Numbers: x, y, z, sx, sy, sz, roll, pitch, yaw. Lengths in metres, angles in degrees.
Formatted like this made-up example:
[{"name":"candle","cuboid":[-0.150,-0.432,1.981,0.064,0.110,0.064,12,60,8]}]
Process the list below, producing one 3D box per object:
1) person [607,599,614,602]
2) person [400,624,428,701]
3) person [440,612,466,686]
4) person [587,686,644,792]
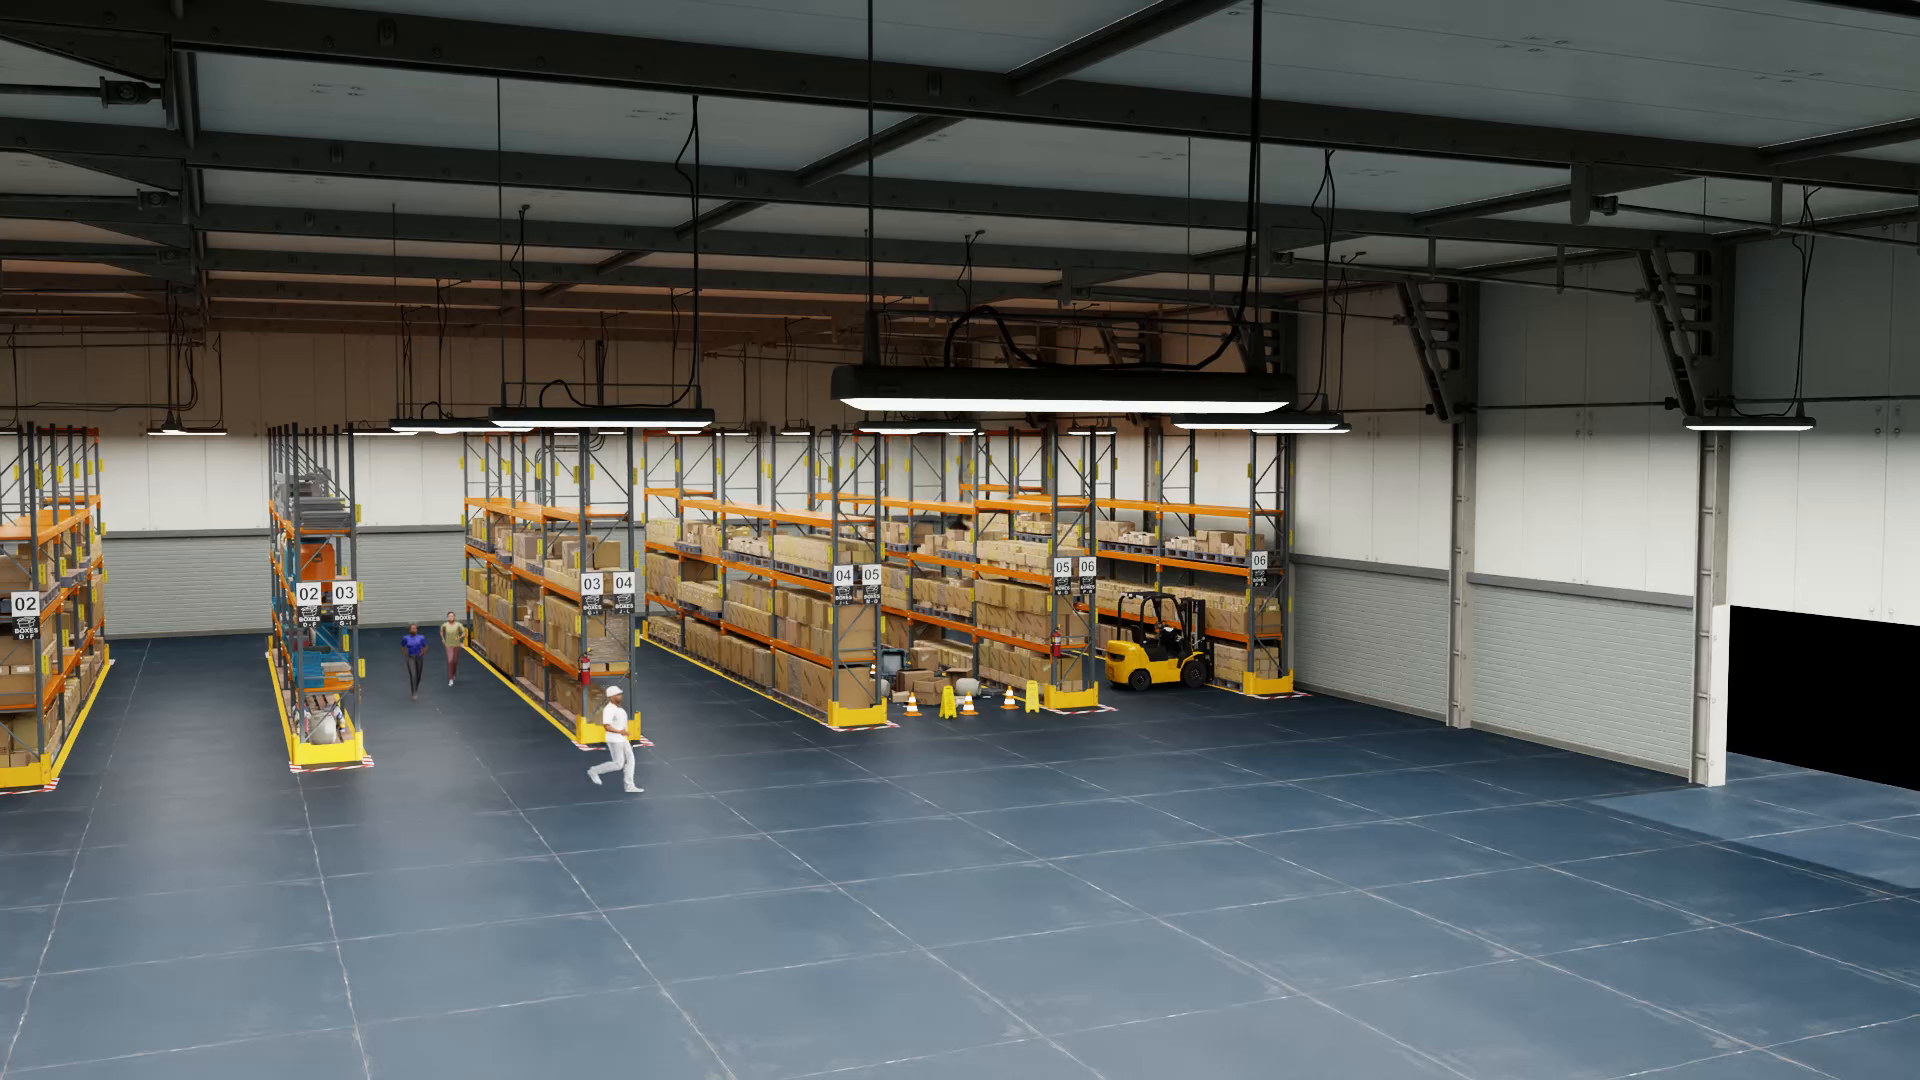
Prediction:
[{"name":"person","cuboid":[-10.120,2.021,47.494,0.750,1.637,0.552,1,4,14]},{"name":"person","cuboid":[-11.950,2.648,36.457,0.573,1.653,0.859,-2,4,-25]},{"name":"person","cuboid":[-11.839,2.512,38.858,0.568,1.713,0.819,-1,4,-21]},{"name":"person","cuboid":[-5.554,3.219,26.849,0.897,1.736,0.713,0,3,3]}]
